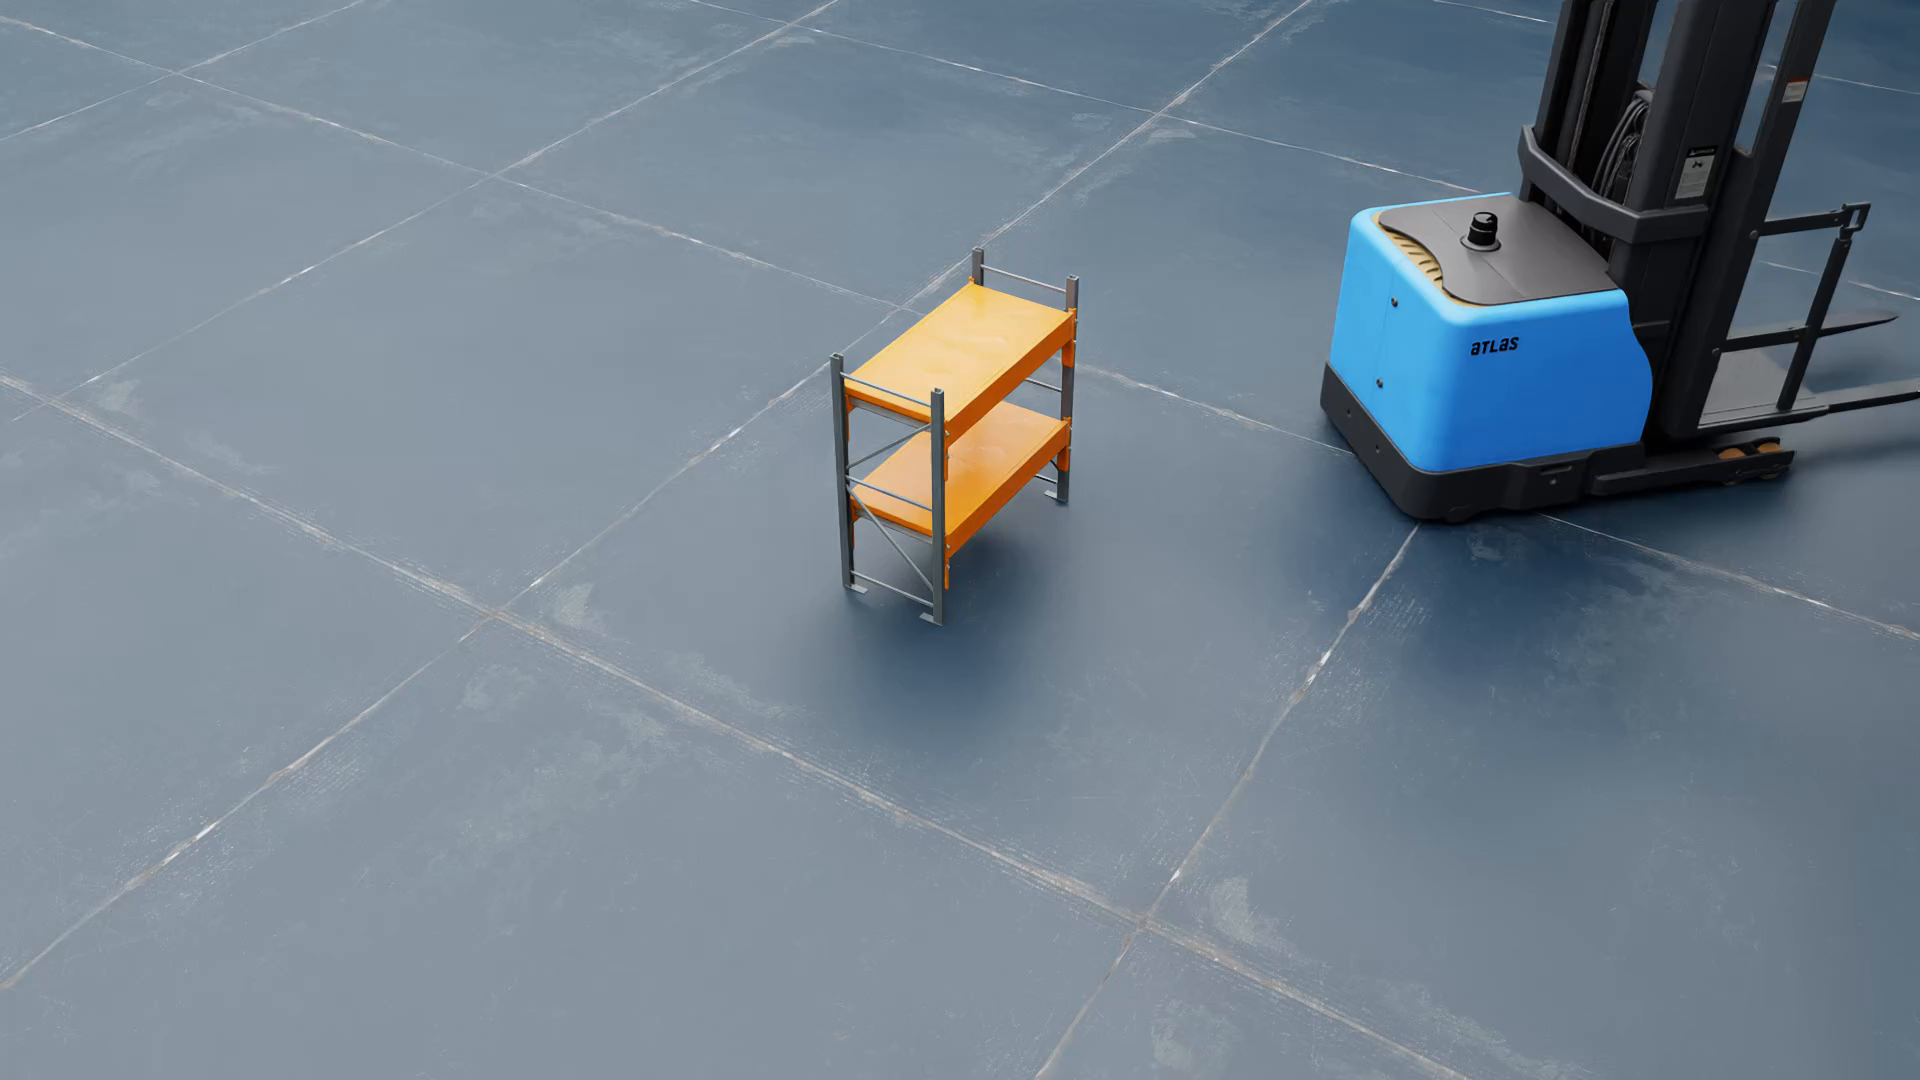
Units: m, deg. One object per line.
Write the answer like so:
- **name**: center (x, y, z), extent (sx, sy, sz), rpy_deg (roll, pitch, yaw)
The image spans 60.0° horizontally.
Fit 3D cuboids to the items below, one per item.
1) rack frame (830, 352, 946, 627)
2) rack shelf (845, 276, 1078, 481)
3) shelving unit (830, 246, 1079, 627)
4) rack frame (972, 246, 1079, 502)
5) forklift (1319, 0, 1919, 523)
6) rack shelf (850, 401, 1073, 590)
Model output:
- **rack frame**: center (-0.276, -0.180, 6.562), extent (0.500, 1.125, 0.032), rpy_deg (21, 42, 25)
- **rack shelf**: center (-0.004, -0.674, 6.723), extent (0.538, 0.278, 1.000), rpy_deg (21, 42, 25)
- **shelving unit**: center (-0.004, -0.442, 6.902), extent (0.538, 1.125, 1.048), rpy_deg (21, 42, 25)
- **rack frame**: center (0.269, -0.704, 7.242), extent (0.500, 1.125, 0.032), rpy_deg (21, 42, 25)
- **forklift**: center (3.299, -1.715, 7.075), extent (3.031, 2.935, 1.130), rpy_deg (-9, 38, -11)
- **rack shelf**: center (-0.004, -0.248, 7.051), extent (0.538, 0.278, 1.000), rpy_deg (21, 42, 25)
